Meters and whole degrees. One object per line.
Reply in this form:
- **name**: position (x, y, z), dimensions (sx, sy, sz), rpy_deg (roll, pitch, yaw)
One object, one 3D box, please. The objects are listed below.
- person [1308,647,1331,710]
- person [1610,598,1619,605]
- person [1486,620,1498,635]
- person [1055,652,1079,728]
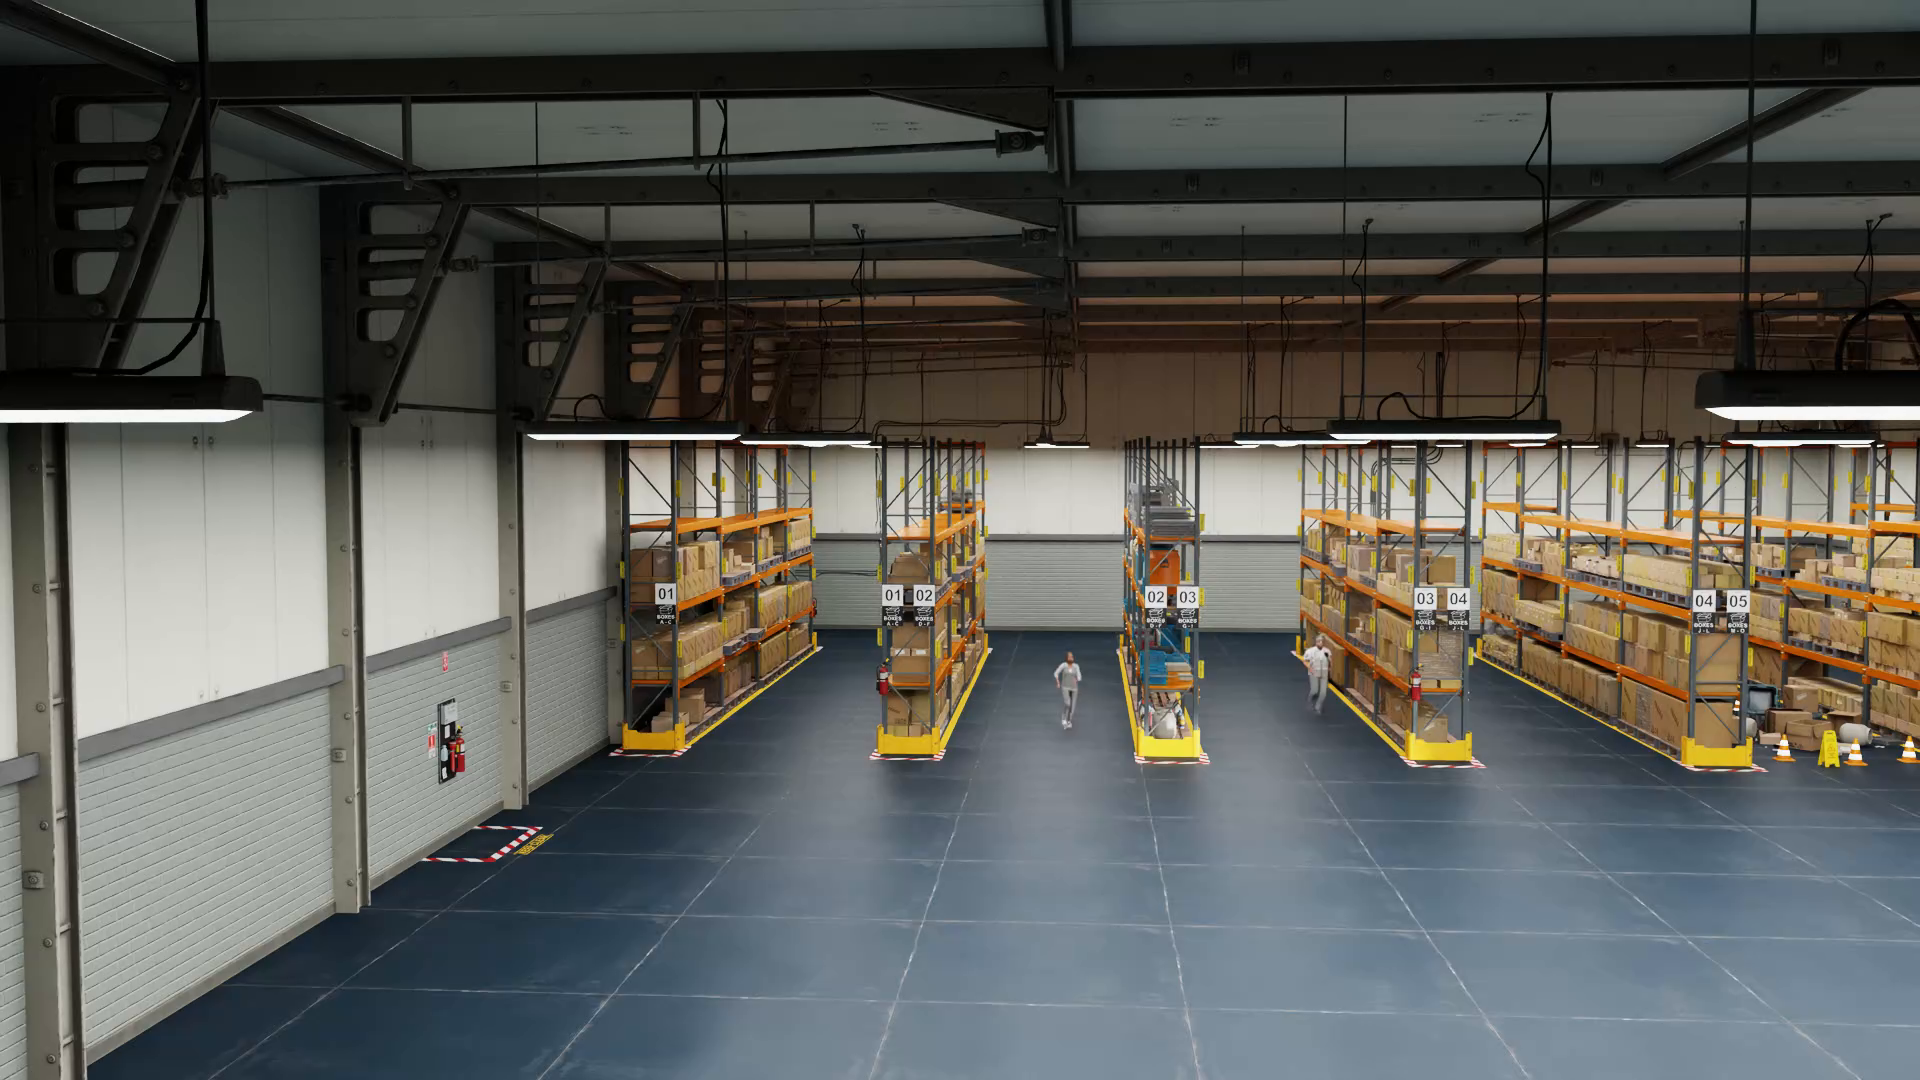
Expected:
- **person**: position (7.812, 3.010, 36.151), dimensions (0.455, 1.384, 0.501), rpy_deg (0, 3, -5)
- **person**: position (18.632, 2.216, 47.287), dimensions (0.676, 1.678, 0.689), rpy_deg (0, 3, 6)
- **person**: position (15.236, 2.352, 47.417), dimensions (0.820, 1.704, 0.607), rpy_deg (0, 3, -6)
- **person**: position (2.223, 3.090, 34.177), dimensions (0.457, 1.574, 0.645), rpy_deg (-1, 3, -12)
